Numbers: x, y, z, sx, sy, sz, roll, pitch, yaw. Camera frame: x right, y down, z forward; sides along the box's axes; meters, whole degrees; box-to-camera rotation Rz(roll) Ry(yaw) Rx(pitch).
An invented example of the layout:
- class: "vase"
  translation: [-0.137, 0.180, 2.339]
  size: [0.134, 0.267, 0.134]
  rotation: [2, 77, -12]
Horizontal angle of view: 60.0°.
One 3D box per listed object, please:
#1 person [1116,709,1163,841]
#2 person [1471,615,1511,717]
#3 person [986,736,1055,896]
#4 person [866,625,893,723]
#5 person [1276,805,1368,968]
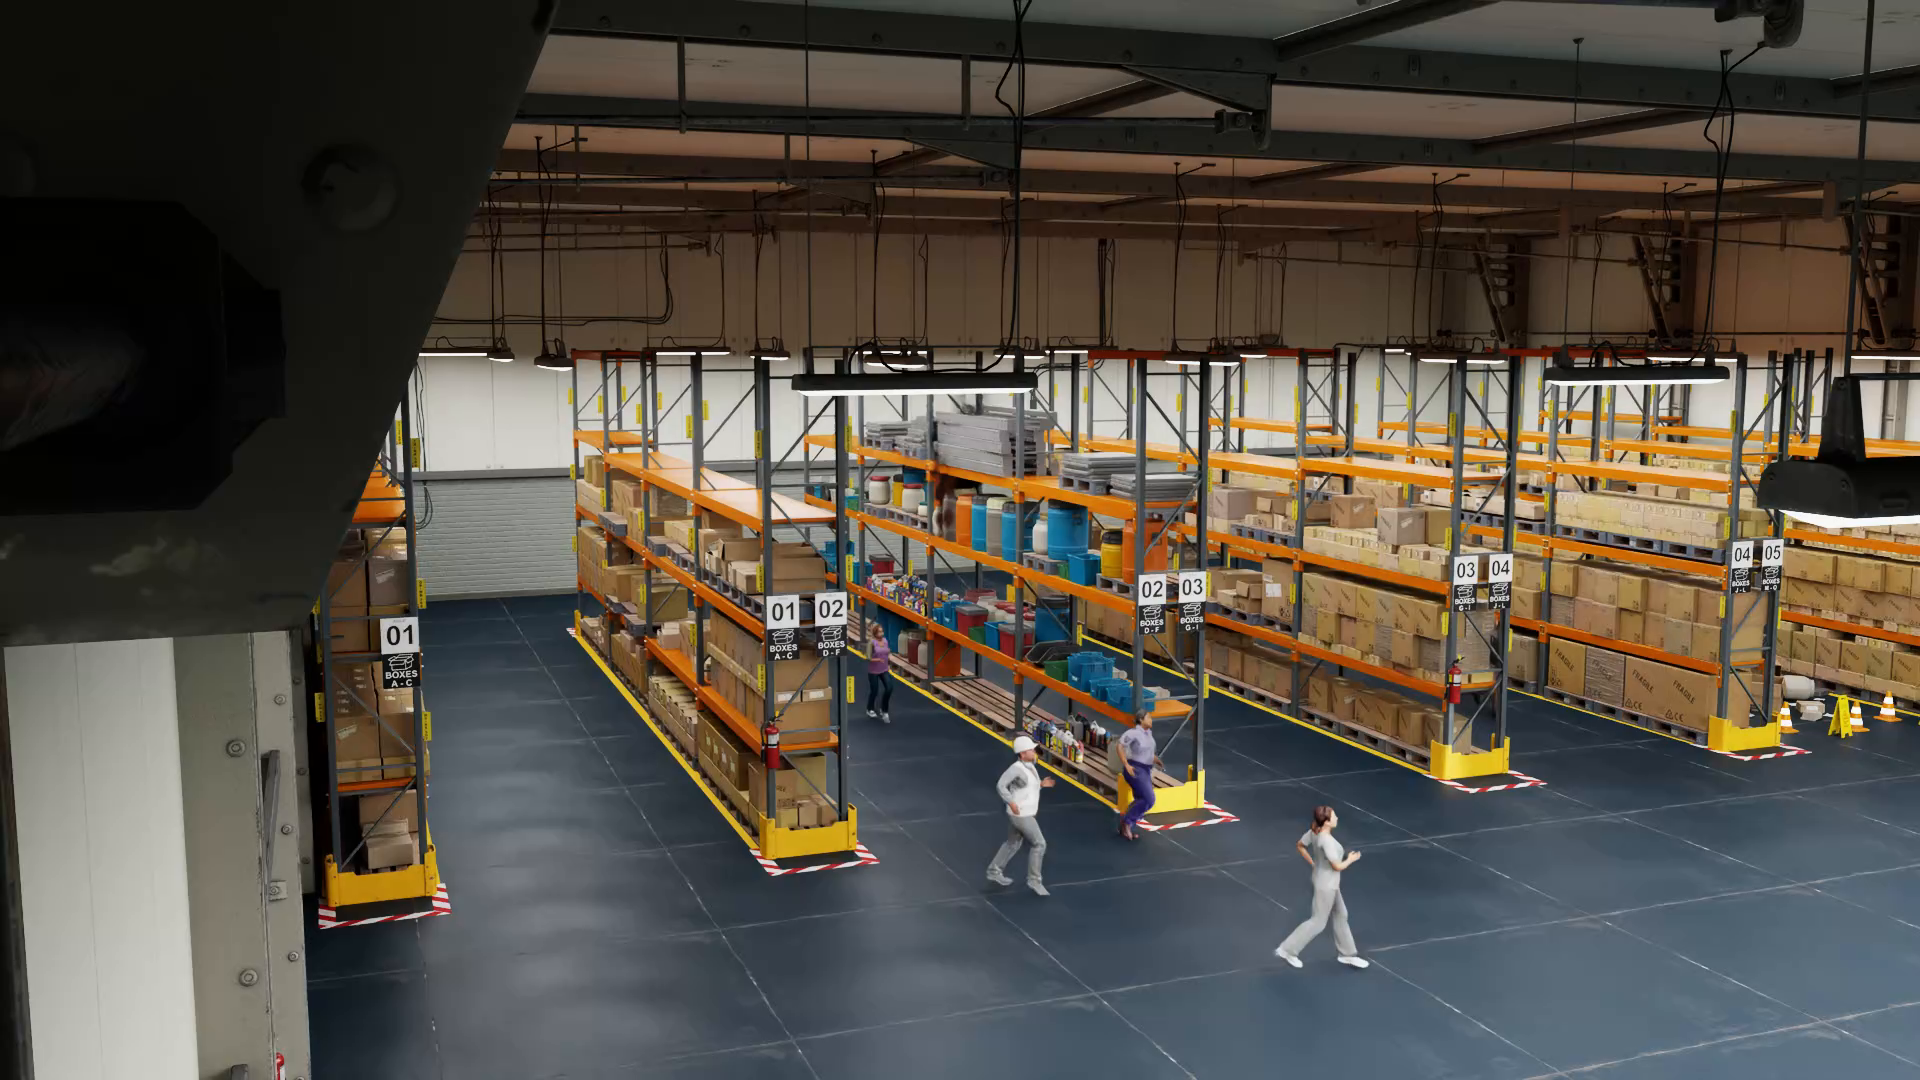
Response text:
- class: "person"
  translation: [2.285, 2.940, 20.941]
  size: [0.543, 1.594, 0.669]
  rotation: [4, 8, 27]
- class: "person"
  translation: [8.814, 2.053, 27.642]
  size: [0.668, 1.698, 0.896]
  rotation: [-4, 8, -31]
- class: "person"
  translation: [0.687, 3.130, 18.860]
  size: [0.781, 1.843, 0.544]
  rotation: [1, 7, 6]
- class: "person"
  translation: [-1.320, 2.180, 27.150]
  size: [0.490, 1.625, 0.711]
  rotation: [-4, 8, -27]
- class: "person"
  translation: [3.608, 3.438, 16.470]
  size: [0.952, 1.669, 0.558]
  rotation: [0, 7, -1]
